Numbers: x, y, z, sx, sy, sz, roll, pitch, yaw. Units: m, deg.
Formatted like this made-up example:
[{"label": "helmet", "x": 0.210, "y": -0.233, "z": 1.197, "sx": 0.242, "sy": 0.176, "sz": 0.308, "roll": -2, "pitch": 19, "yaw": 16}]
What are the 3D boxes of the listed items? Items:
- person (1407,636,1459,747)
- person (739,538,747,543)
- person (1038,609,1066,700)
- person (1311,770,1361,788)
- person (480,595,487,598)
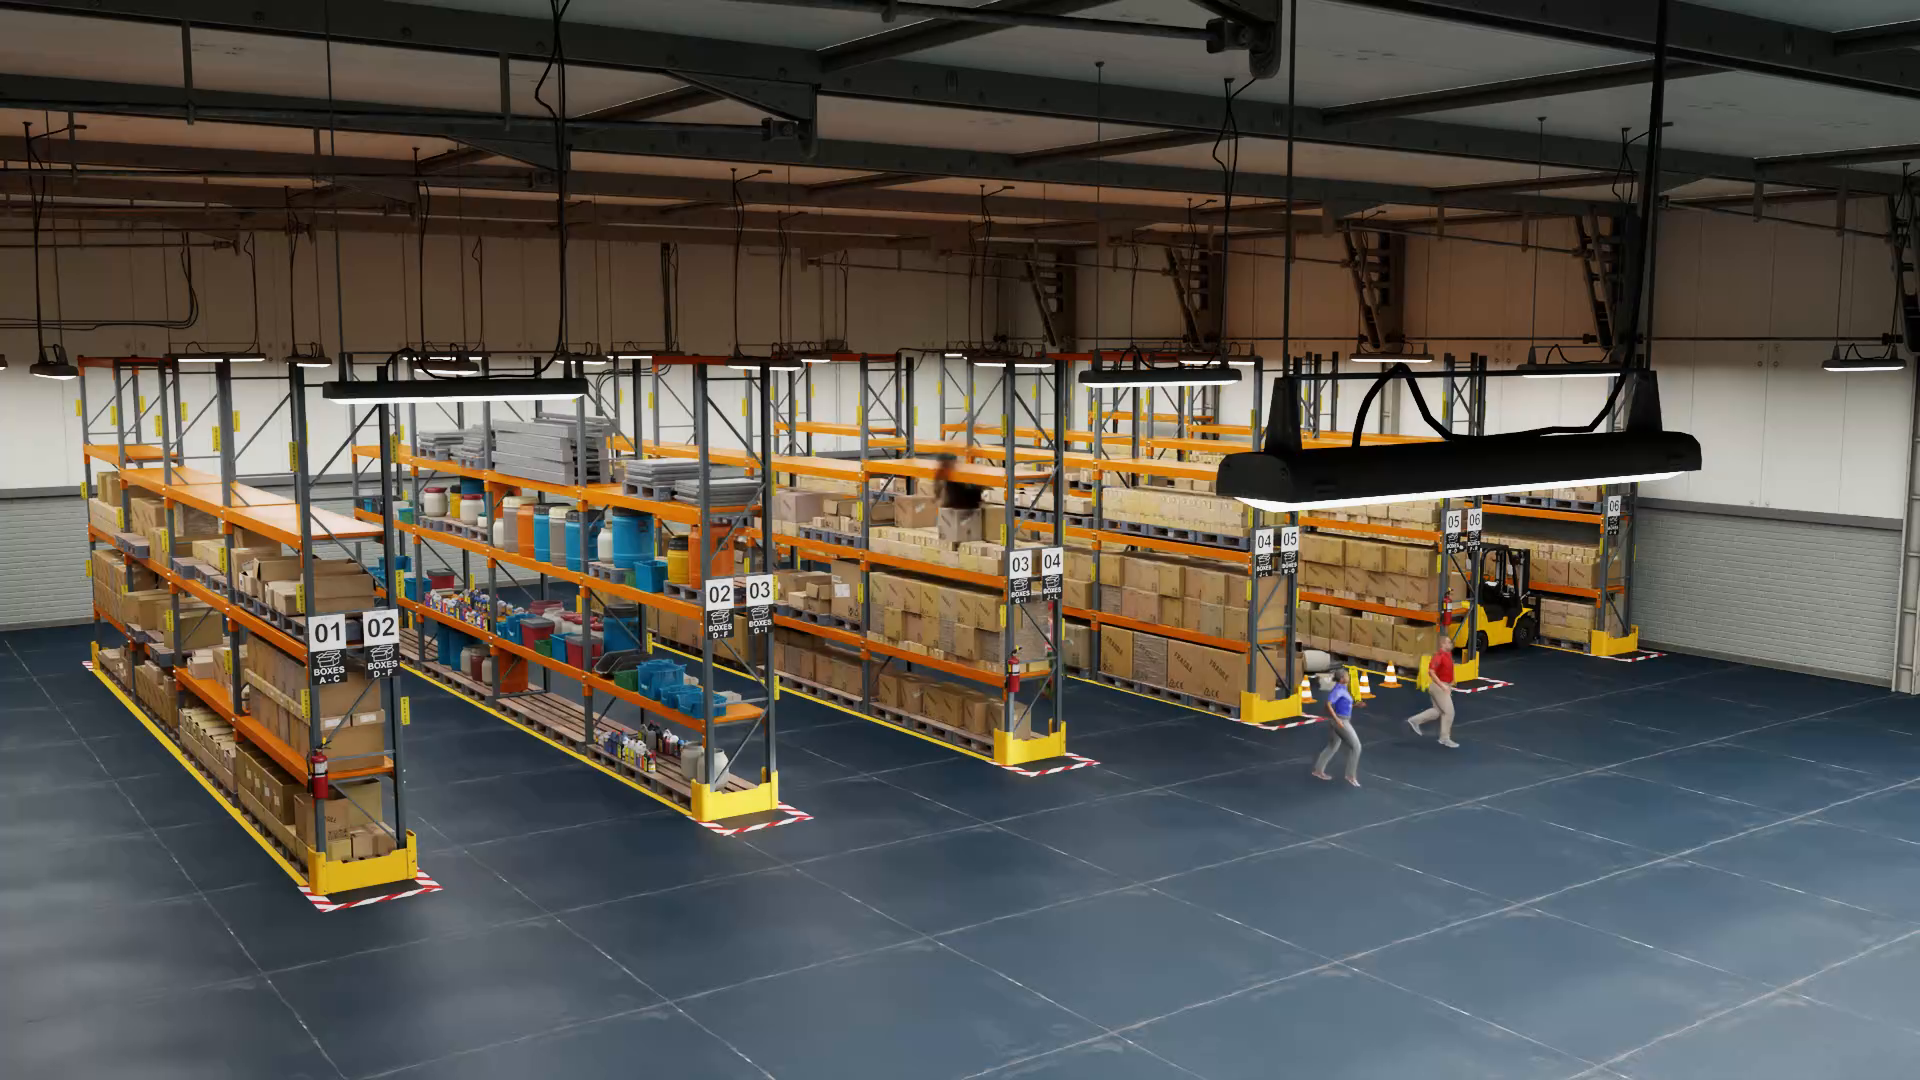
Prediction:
[{"label": "person", "x": 7.417, "y": 2.344, "z": 25.989, "sx": 0.805, "sy": 1.740, "sz": 0.661, "roll": 2, "pitch": 7, "yaw": 19}, {"label": "person", "x": -5.601, "y": 0.521, "z": 40.718, "sx": 0.797, "sy": 1.735, "sz": 0.901, "roll": 3, "pitch": 7, "yaw": 20}, {"label": "person", "x": 1.664, "y": 2.005, "z": 29.045, "sx": 0.536, "sy": 1.618, "sz": 0.650, "roll": 5, "pitch": 9, "yaw": 36}, {"label": "person", "x": 5.349, "y": 3.346, "z": 23.635, "sx": 0.688, "sy": 0.355, "sz": 0.278, "roll": 0, "pitch": 7, "yaw": 0}, {"label": "person", "x": -10.150, "y": 1.907, "z": 30.157, "sx": 0.841, "sy": 1.577, "sz": 3.229, "roll": 6, "pitch": 9, "yaw": 41}]
